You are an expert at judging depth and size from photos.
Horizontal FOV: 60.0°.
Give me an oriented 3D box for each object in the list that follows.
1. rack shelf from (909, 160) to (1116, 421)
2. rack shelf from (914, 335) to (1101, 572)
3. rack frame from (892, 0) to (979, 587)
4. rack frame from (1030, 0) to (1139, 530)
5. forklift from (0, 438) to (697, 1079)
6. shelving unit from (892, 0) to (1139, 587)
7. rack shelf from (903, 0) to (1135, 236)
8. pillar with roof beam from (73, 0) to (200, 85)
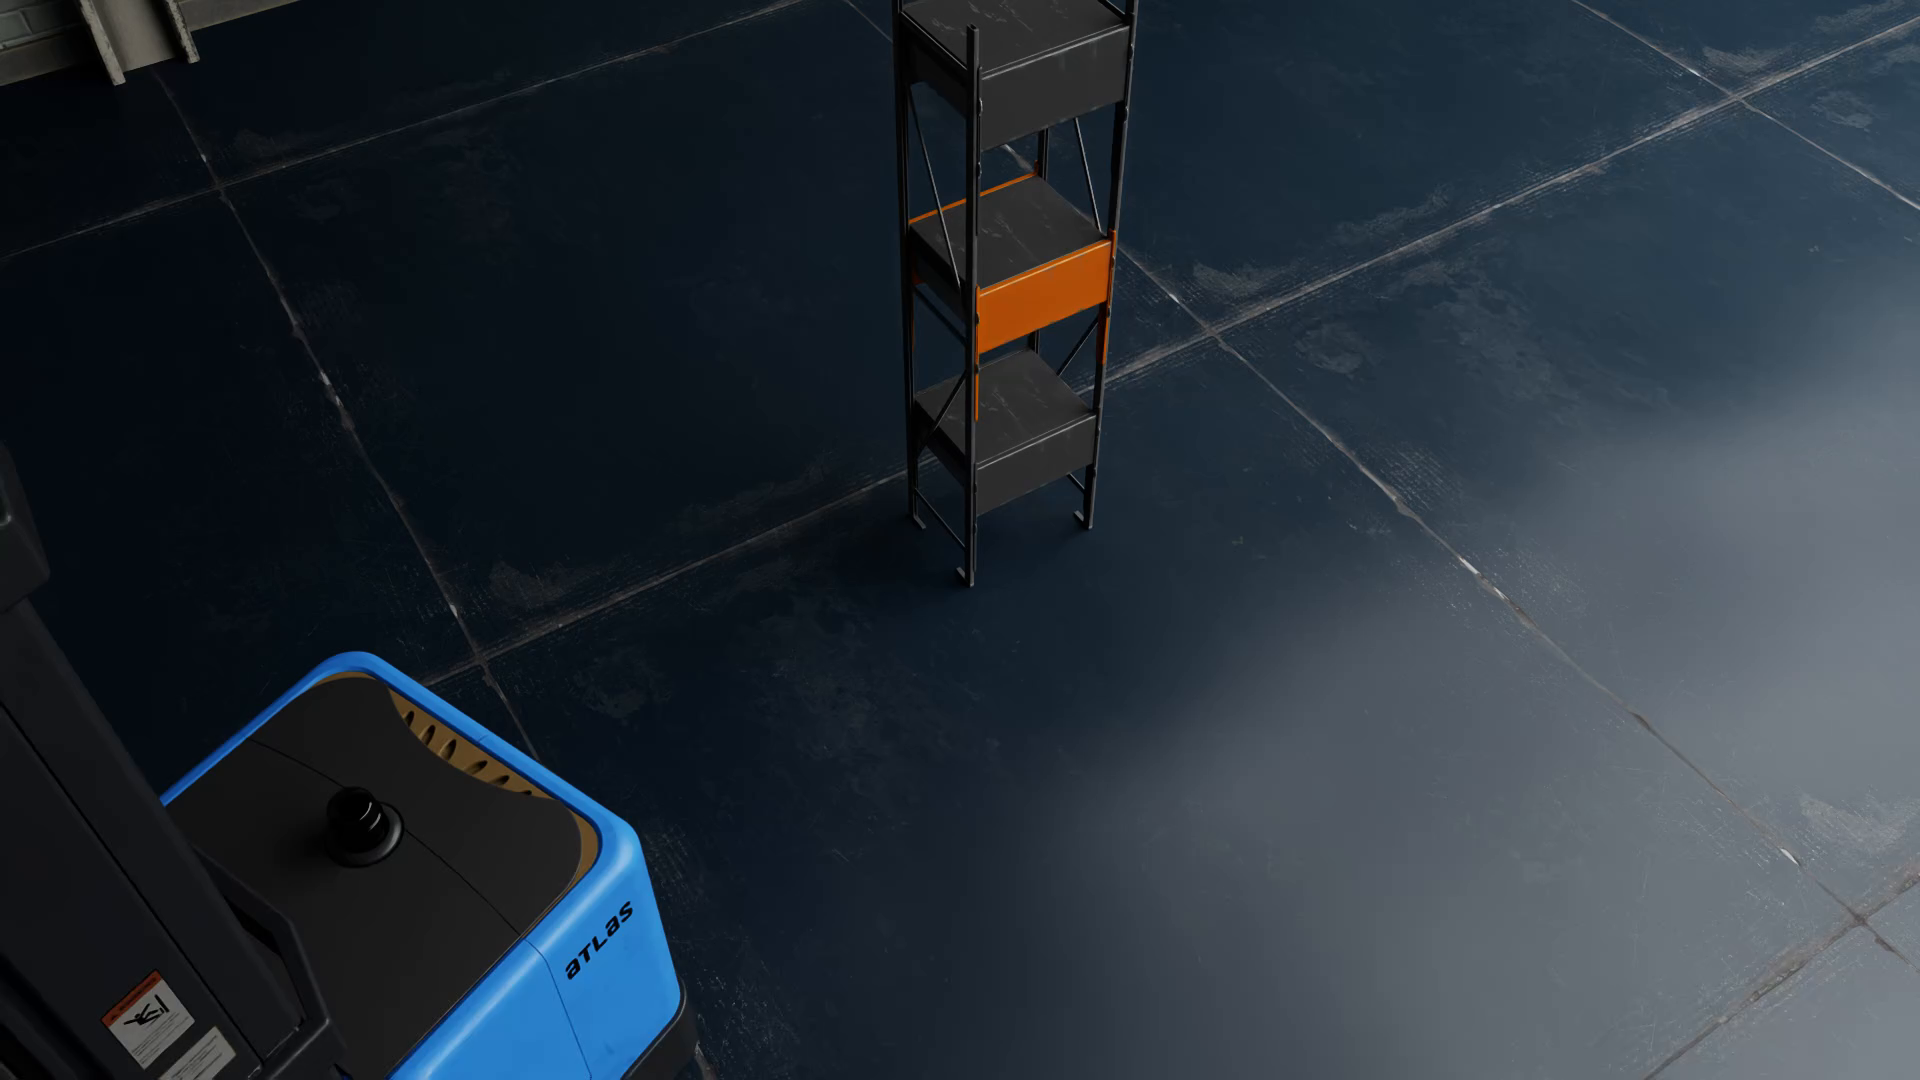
[{"bbox_3d":[0.140,-0.755,5.035,0.480,0.518,0.431,-25,53,-21],"label":"rack shelf"},{"bbox_3d":[0.140,-0.290,5.558,0.480,0.518,0.431,-25,53,-21],"label":"rack shelf"},{"bbox_3d":[-0.066,-0.667,4.938,0.015,2.100,0.400,-25,53,-21],"label":"rack frame"},{"bbox_3d":[0.346,-0.861,5.111,0.015,2.100,0.400,-25,53,-21],"label":"rack frame"},{"bbox_3d":[-1.962,1.096,2.811,1.130,2.935,3.031,28,54,22],"label":"forklift"},{"bbox_3d":[0.140,-0.764,5.025,0.503,2.100,0.431,-25,53,-21],"label":"shelving unit"},{"bbox_3d":[0.140,-1.221,4.512,0.480,0.518,0.431,-25,53,-21],"label":"rack shelf"},{"bbox_3d":[-1.487,-2.525,1.973,0.400,9.000,9.100,-25,53,-21],"label":"pillar with roof beam"}]
